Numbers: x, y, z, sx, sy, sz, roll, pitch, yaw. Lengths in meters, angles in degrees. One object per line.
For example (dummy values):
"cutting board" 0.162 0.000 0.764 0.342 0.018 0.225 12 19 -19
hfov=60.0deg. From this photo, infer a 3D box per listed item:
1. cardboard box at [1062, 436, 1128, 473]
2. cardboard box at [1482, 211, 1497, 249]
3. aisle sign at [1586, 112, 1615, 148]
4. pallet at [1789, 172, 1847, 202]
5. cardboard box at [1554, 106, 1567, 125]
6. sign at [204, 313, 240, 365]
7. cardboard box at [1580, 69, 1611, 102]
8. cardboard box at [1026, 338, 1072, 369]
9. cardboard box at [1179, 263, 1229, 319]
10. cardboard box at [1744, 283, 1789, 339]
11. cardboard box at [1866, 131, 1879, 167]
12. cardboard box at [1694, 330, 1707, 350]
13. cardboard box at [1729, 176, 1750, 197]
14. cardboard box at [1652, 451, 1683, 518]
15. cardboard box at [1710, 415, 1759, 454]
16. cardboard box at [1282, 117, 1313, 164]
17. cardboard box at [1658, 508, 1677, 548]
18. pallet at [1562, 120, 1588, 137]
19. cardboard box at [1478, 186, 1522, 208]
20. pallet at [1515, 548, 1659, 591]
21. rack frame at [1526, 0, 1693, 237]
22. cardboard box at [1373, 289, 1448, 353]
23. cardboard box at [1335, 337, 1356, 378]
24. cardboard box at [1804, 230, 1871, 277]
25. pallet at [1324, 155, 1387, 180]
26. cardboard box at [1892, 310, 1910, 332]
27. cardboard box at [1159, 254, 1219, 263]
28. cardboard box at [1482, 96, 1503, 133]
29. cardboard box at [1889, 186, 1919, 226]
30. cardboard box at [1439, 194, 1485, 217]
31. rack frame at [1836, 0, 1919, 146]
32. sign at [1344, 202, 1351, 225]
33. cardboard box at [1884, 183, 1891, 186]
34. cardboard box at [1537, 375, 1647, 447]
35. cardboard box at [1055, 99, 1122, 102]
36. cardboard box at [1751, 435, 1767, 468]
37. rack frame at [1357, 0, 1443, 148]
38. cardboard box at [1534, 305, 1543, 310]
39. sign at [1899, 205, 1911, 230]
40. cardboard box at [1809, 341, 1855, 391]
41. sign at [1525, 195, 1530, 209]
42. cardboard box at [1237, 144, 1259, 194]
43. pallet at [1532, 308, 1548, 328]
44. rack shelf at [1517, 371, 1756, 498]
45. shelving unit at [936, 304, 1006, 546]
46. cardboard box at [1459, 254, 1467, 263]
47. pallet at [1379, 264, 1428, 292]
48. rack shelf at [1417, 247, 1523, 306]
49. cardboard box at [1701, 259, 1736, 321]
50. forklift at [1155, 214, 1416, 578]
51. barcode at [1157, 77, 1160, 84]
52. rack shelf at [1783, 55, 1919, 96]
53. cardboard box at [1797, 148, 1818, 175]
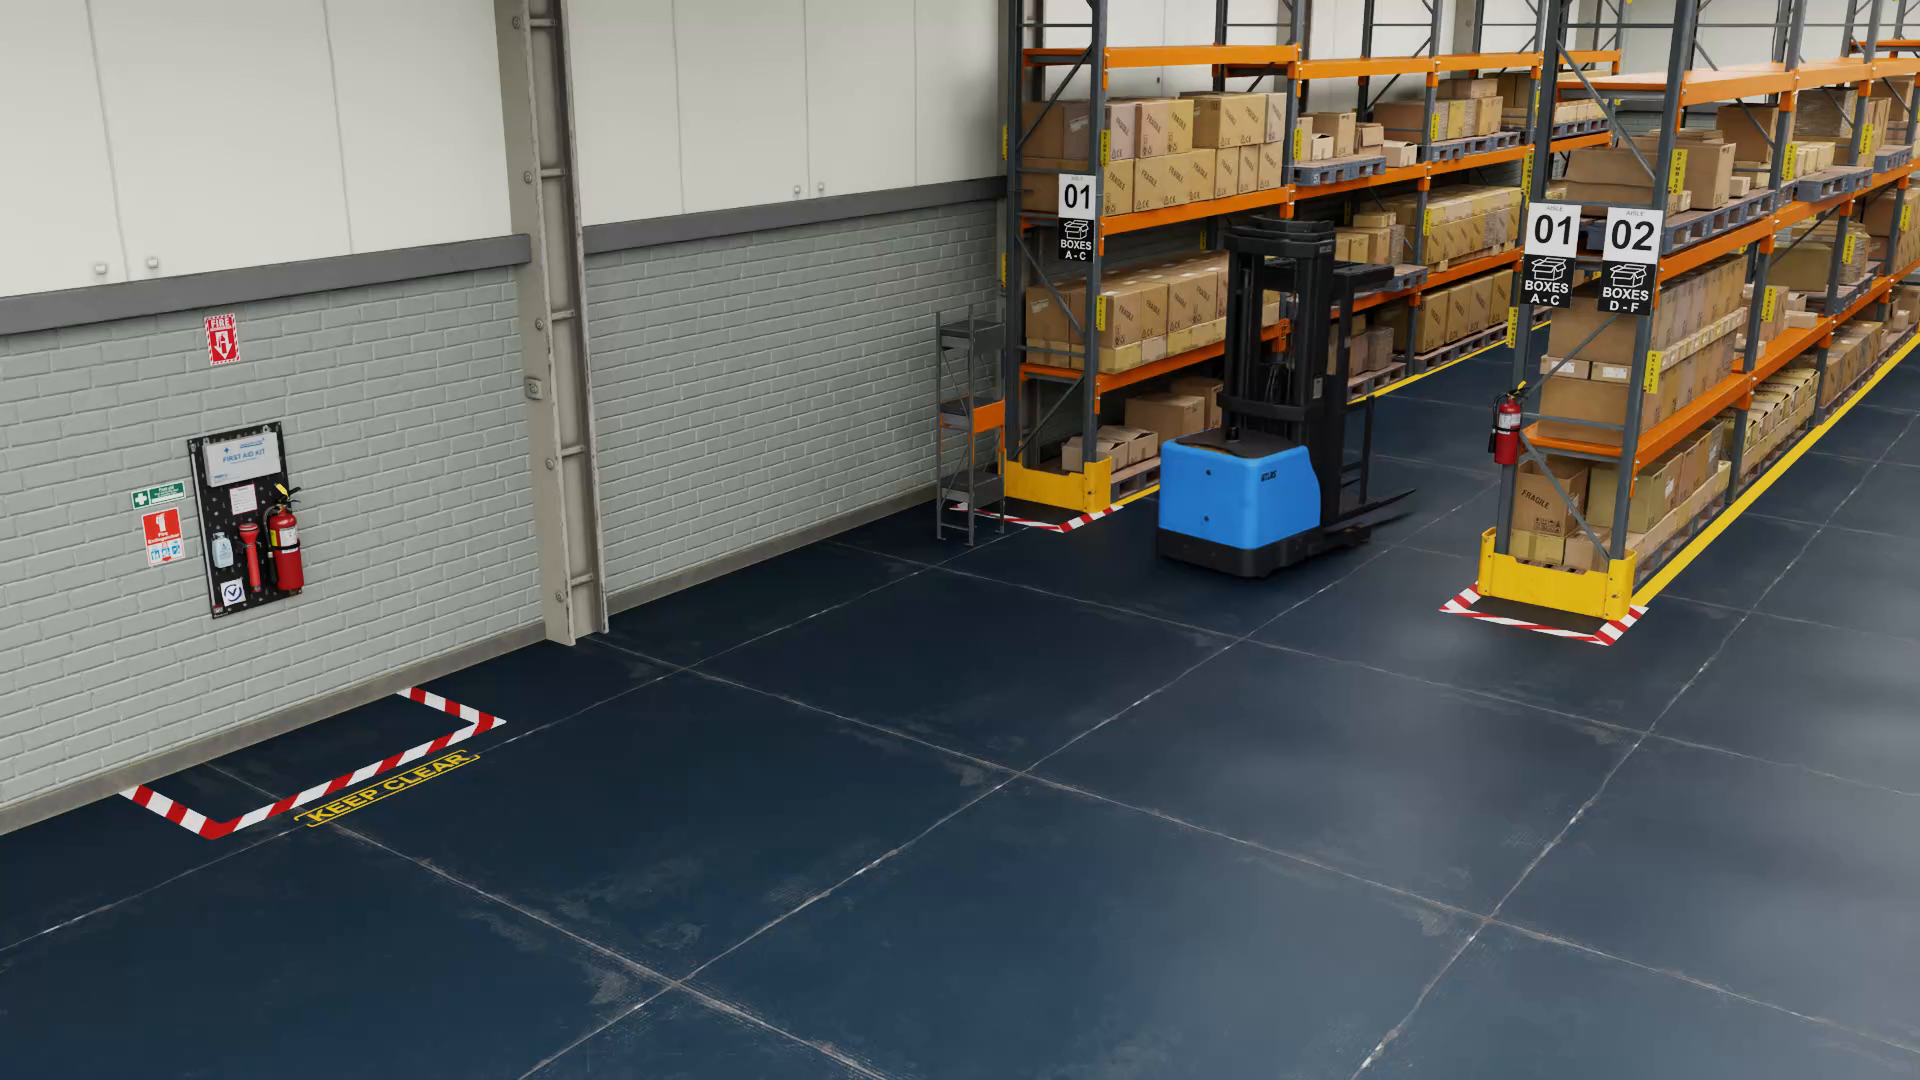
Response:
"cardboard box" 1.366 -0.884 16.830 0.500 0.311 0.500 10 20 29
"cardboard box" 7.357 -4.470 23.884 0.500 0.500 0.500 12 21 35
"aisle sign" 10.699 -6.825 27.788 0.394 0.787 0.004 12 21 35
"pallet" 8.633 -3.738 17.489 1.003 0.211 1.213 14 22 37
"cardboard box" 8.970 -6.513 25.484 0.500 0.250 0.500 12 21 34
"sign" -4.559 -1.240 10.277 0.001 0.298 0.199 12 21 35
"cardboard box" 10.198 -7.364 26.961 0.500 0.500 0.500 12 21 35
"cardboard box" 1.005 -1.892 16.505 0.500 0.250 0.500 13 21 35
"cardboard box" 2.630 -2.652 17.688 0.500 0.500 0.500 12 21 33
"cardboard box" 8.642 -2.485 18.026 0.500 0.500 0.500 11 20 32
"cardboard box" 10.476 -4.675 20.021 0.910 0.500 0.500 12 21 35
"cardboard box" 6.342 -1.776 14.649 0.380 0.149 0.250 13 22 36
"cardboard box" 6.747 -3.131 14.698 0.380 0.149 0.250 12 21 35
"cardboard box" 5.945 -0.509 14.495 0.500 0.500 0.500 12 21 35
"cardboard box" 7.692 -1.097 16.707 0.500 0.311 0.500 13 21 35
"cardboard box" 3.655 -4.558 18.937 0.500 0.500 0.500 16 24 42
"cardboard box" 5.954 -0.149 14.600 0.500 0.250 0.500 12 21 35
"pallet" 9.255 -6.539 26.342 1.003 0.211 1.213 12 21 35
"cardboard box" 7.959 -5.068 24.544 0.500 0.250 0.500 13 22 36
"pallet" 5.284 0.208 14.225 1.003 0.211 1.213 12 21 35
"rack frame" 4.862 -3.799 12.311 1.000 3.000 0.127 12 21 35
"cardboard box" 6.192 -3.040 22.899 0.750 0.750 0.750 12 21 34
"cardboard box" 4.588 -2.324 21.150 0.700 0.500 0.500 12 21 34
"cardboard box" 11.009 -3.609 20.937 0.700 0.500 0.500 7 19 21
"pallet" 4.334 -4.480 19.878 1.213 0.211 1.003 12 21 35
"cardboard box" 13.679 -3.248 24.546 0.500 0.250 0.500 12 21 35
"cardboard box" 2.506 -2.860 18.357 0.500 0.500 0.500 12 21 34
"cardboard box" 7.419 -6.167 24.083 0.700 0.500 0.500 11 20 32
"cardboard box" 13.440 -4.749 23.630 0.500 0.500 0.500 13 22 36
"cardboard box" 7.040 -4.705 23.375 0.500 0.250 0.500 12 21 34
"rack frame" 12.012 -6.658 21.515 1.000 3.000 0.127 12 21 35
"sign" 5.201 -4.365 22.294 0.100 0.325 0.005 12 21 35
"cardboard box" 13.312 -4.967 24.333 0.500 0.500 0.500 13 21 35
"cardboard box" 5.151 -1.091 13.537 0.700 0.500 0.500 12 21 35
"cardboard box" 1.245 -4.057 16.310 0.500 0.500 0.500 14 22 38
"cardboard box" 7.991 -0.948 17.174 0.500 0.250 0.500 13 22 36
"rack frame" 5.649 -6.579 21.263 1.000 3.000 0.127 12 21 35
"cardboard box" 8.862 -3.953 26.428 0.700 0.500 0.500 12 21 34
"sign" 12.460 -4.248 21.920 0.100 0.325 0.005 12 21 35
"cardboard box" 10.740 -2.158 20.615 0.500 0.500 0.500 12 21 34
"sign" 8.473 -5.089 24.759 0.100 0.325 0.005 12 21 35
"cardboard box" 2.851 -3.969 17.714 0.500 0.500 0.500 10 20 30
"pallet" 8.548 -3.503 26.173 1.003 0.211 1.213 12 21 35
"rack shelf" 6.054 -1.067 14.842 1.077 0.370 4.000 12 21 35
"shelving unit" 0.099 -1.042 15.066 0.431 2.100 0.503 12 21 35
"cardboard box" 6.936 -4.009 23.490 0.380 0.149 0.250 13 21 35
"pallet" 5.309 -3.434 21.574 1.213 0.211 1.003 12 21 35
"rack shelf" 6.840 -3.847 23.793 1.077 0.370 4.000 12 21 35
"cardboard box" 6.686 -2.327 15.330 0.700 0.500 0.500 12 21 35
"forklift" 3.117 -1.433 14.923 1.130 2.935 3.031 16 24 42
"barcode" 2.092 -4.846 17.537 0.001 0.075 0.075 12 21 35
"rack shelf" 10.821 -5.647 20.147 1.077 0.370 4.000 12 21 35
"cardboard box" 8.756 -4.021 17.627 0.500 0.250 0.500 12 21 34
